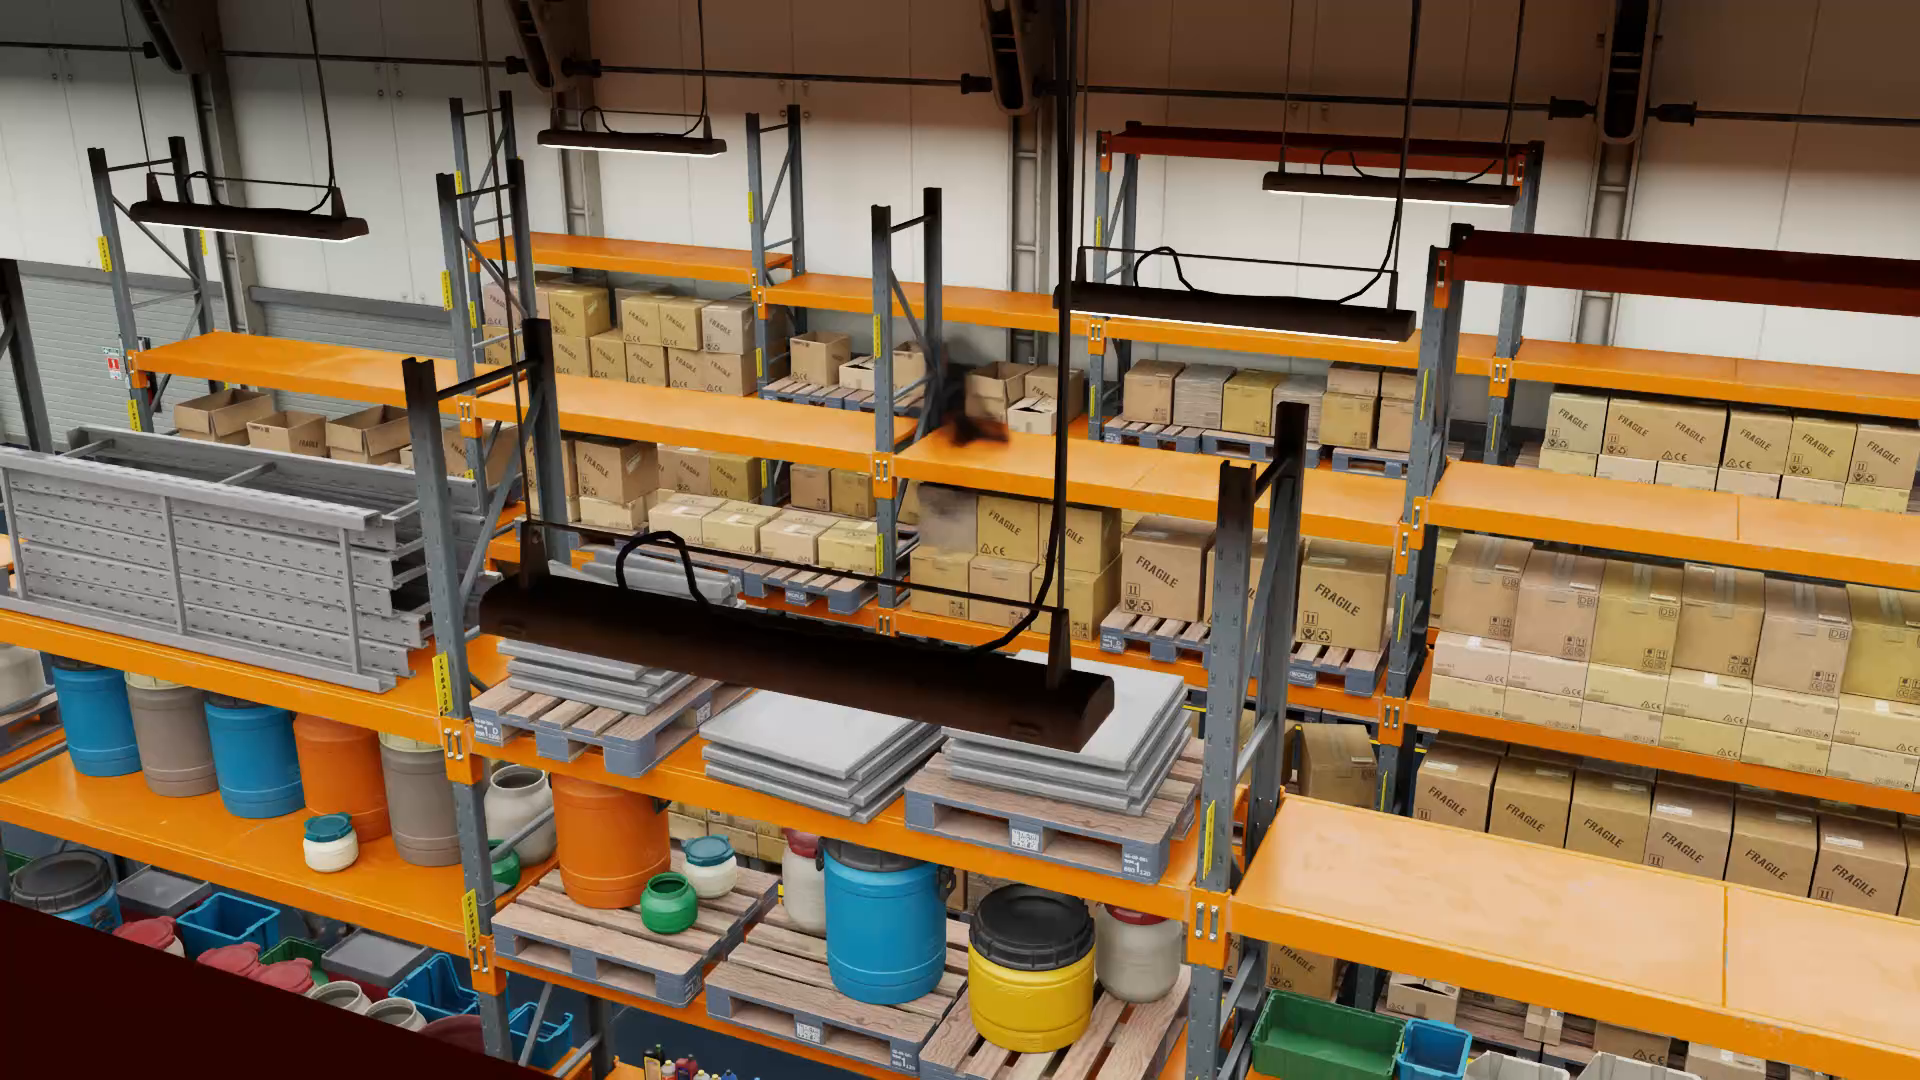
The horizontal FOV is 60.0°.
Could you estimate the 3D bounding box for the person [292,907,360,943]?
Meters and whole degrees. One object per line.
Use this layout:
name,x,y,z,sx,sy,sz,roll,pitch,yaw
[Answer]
person,-5.263,2.580,13.520,0.718,1.710,0.584,7,22,18
